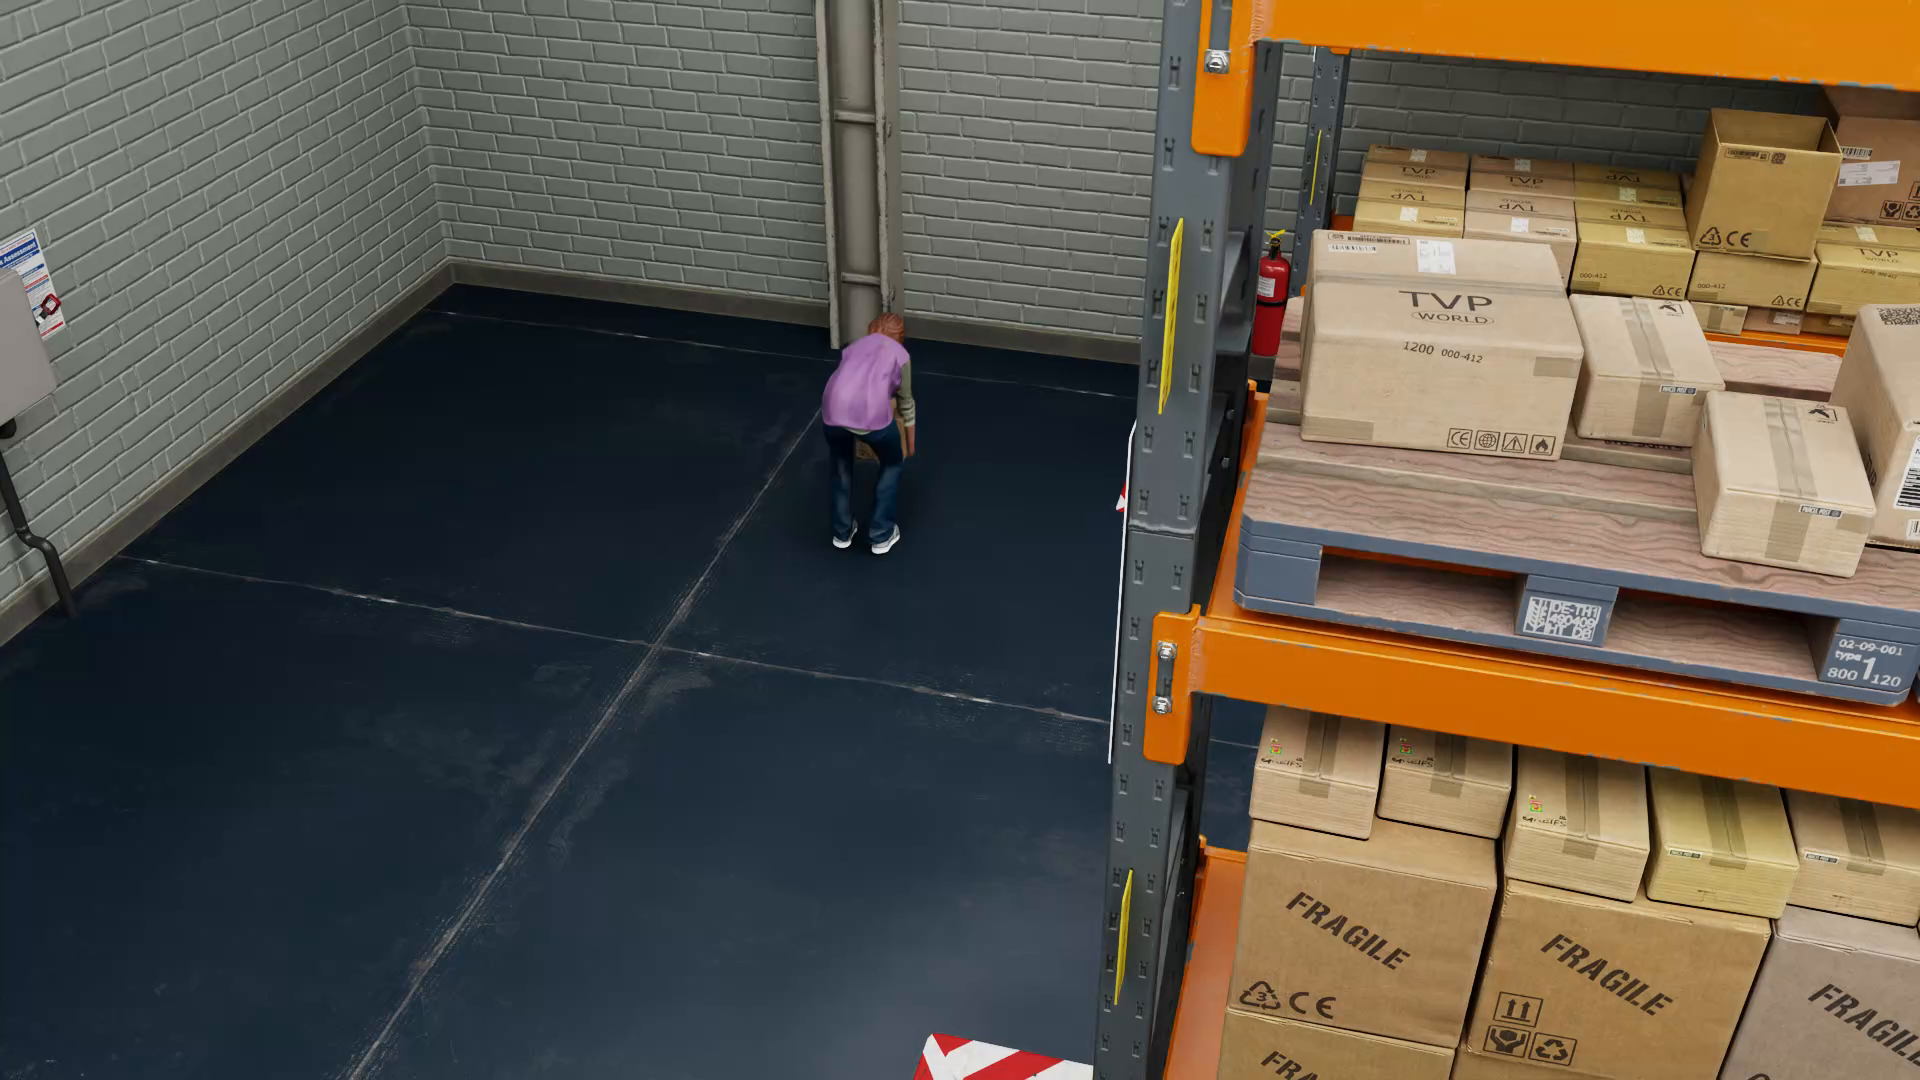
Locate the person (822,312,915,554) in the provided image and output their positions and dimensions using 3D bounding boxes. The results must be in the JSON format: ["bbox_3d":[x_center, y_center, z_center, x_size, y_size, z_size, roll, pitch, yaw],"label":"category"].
[{"bbox_3d":[-0.440,-0.539,8.474,0.390,1.047,0.864,7,34,11],"label":"person"}]
